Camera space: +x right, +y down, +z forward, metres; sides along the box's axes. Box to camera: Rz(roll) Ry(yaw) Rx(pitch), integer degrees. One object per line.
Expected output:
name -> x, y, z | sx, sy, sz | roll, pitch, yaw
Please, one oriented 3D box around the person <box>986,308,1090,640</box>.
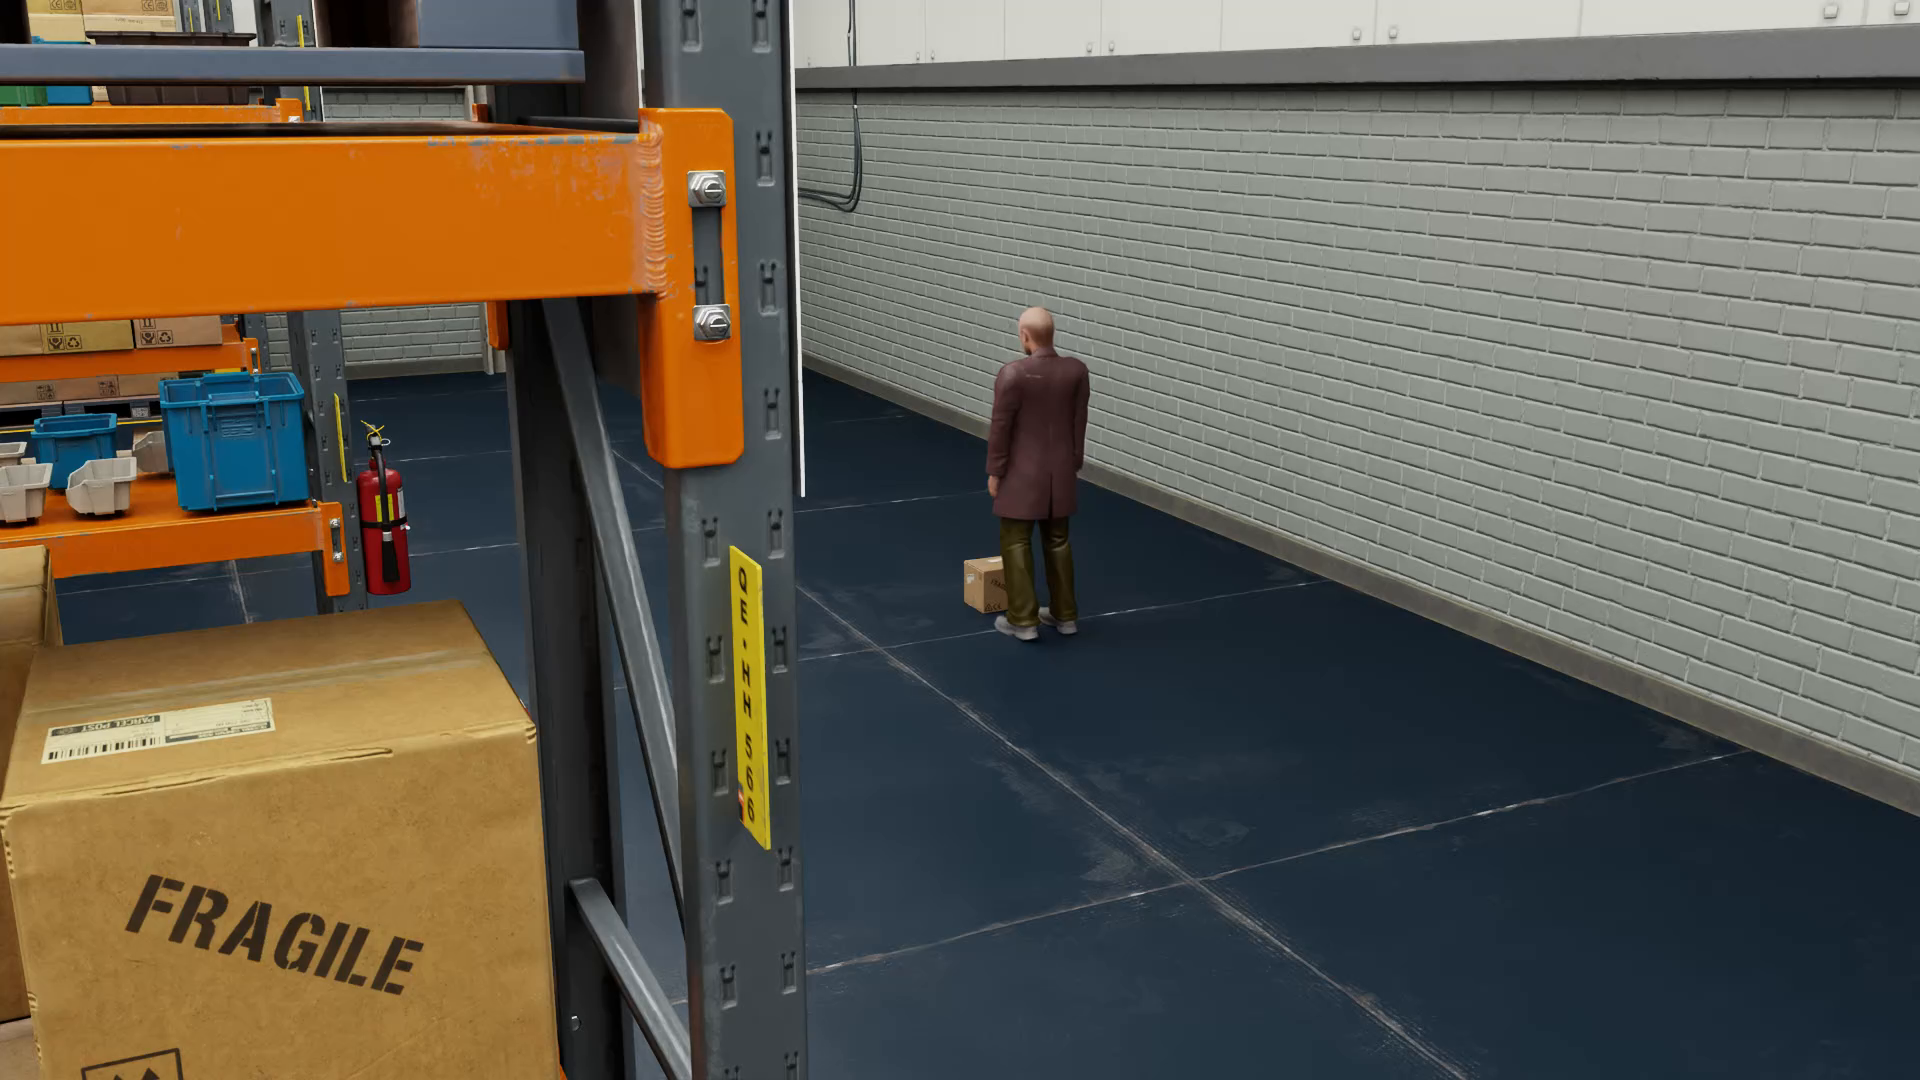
person -> 0.397, -0.354, 8.899 | 0.562, 1.779, 0.380 | -7, 16, -24
